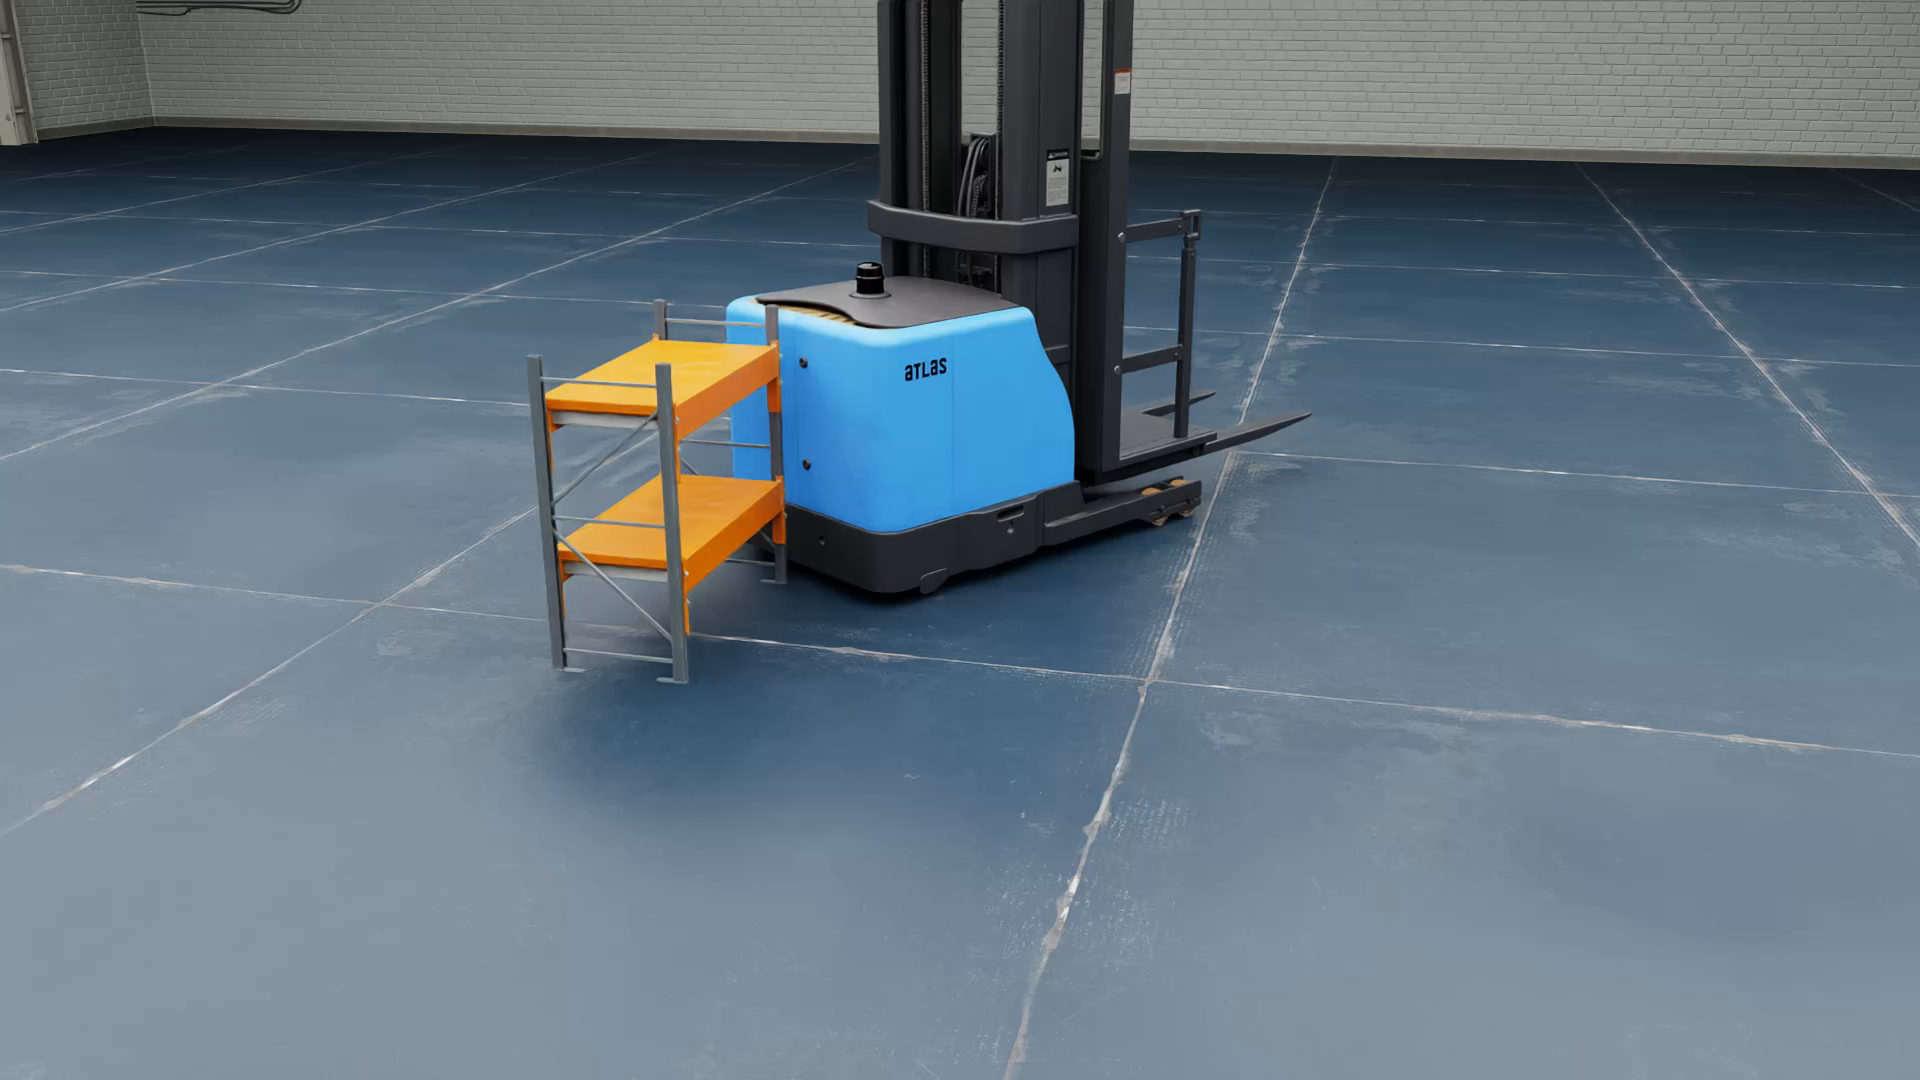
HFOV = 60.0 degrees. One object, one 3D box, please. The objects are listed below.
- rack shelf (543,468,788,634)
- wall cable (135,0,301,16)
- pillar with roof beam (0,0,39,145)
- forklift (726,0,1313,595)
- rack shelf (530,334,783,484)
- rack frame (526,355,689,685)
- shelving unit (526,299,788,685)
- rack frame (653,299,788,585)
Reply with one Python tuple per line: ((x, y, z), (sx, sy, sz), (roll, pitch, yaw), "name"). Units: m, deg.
((-1.060, 0.015, 6.159), (0.538, 0.278, 1.000), (5, 19, 13), "rack shelf")
((-11.439, -9.270, 25.210), (3.097, 2.526, 0.112), (5, 19, 13), "wall cable")
((-9.267, -9.581, 21.315), (9.100, 9.000, 0.400), (5, 19, 13), "pillar with roof beam")
((0.452, -1.560, 7.221), (3.031, 2.935, 1.130), (-17, 25, -41), "forklift")
((-1.060, -0.493, 5.985), (0.538, 0.278, 1.000), (5, 19, 13), "rack shelf")
((-1.183, -0.057, 5.613), (0.500, 1.125, 0.032), (5, 19, 13), "rack frame")
((-1.060, -0.216, 6.079), (0.538, 1.125, 1.048), (5, 19, 13), "shelving unit")
((-0.937, -0.375, 6.546), (0.500, 1.125, 0.032), (5, 19, 13), "rack frame")
